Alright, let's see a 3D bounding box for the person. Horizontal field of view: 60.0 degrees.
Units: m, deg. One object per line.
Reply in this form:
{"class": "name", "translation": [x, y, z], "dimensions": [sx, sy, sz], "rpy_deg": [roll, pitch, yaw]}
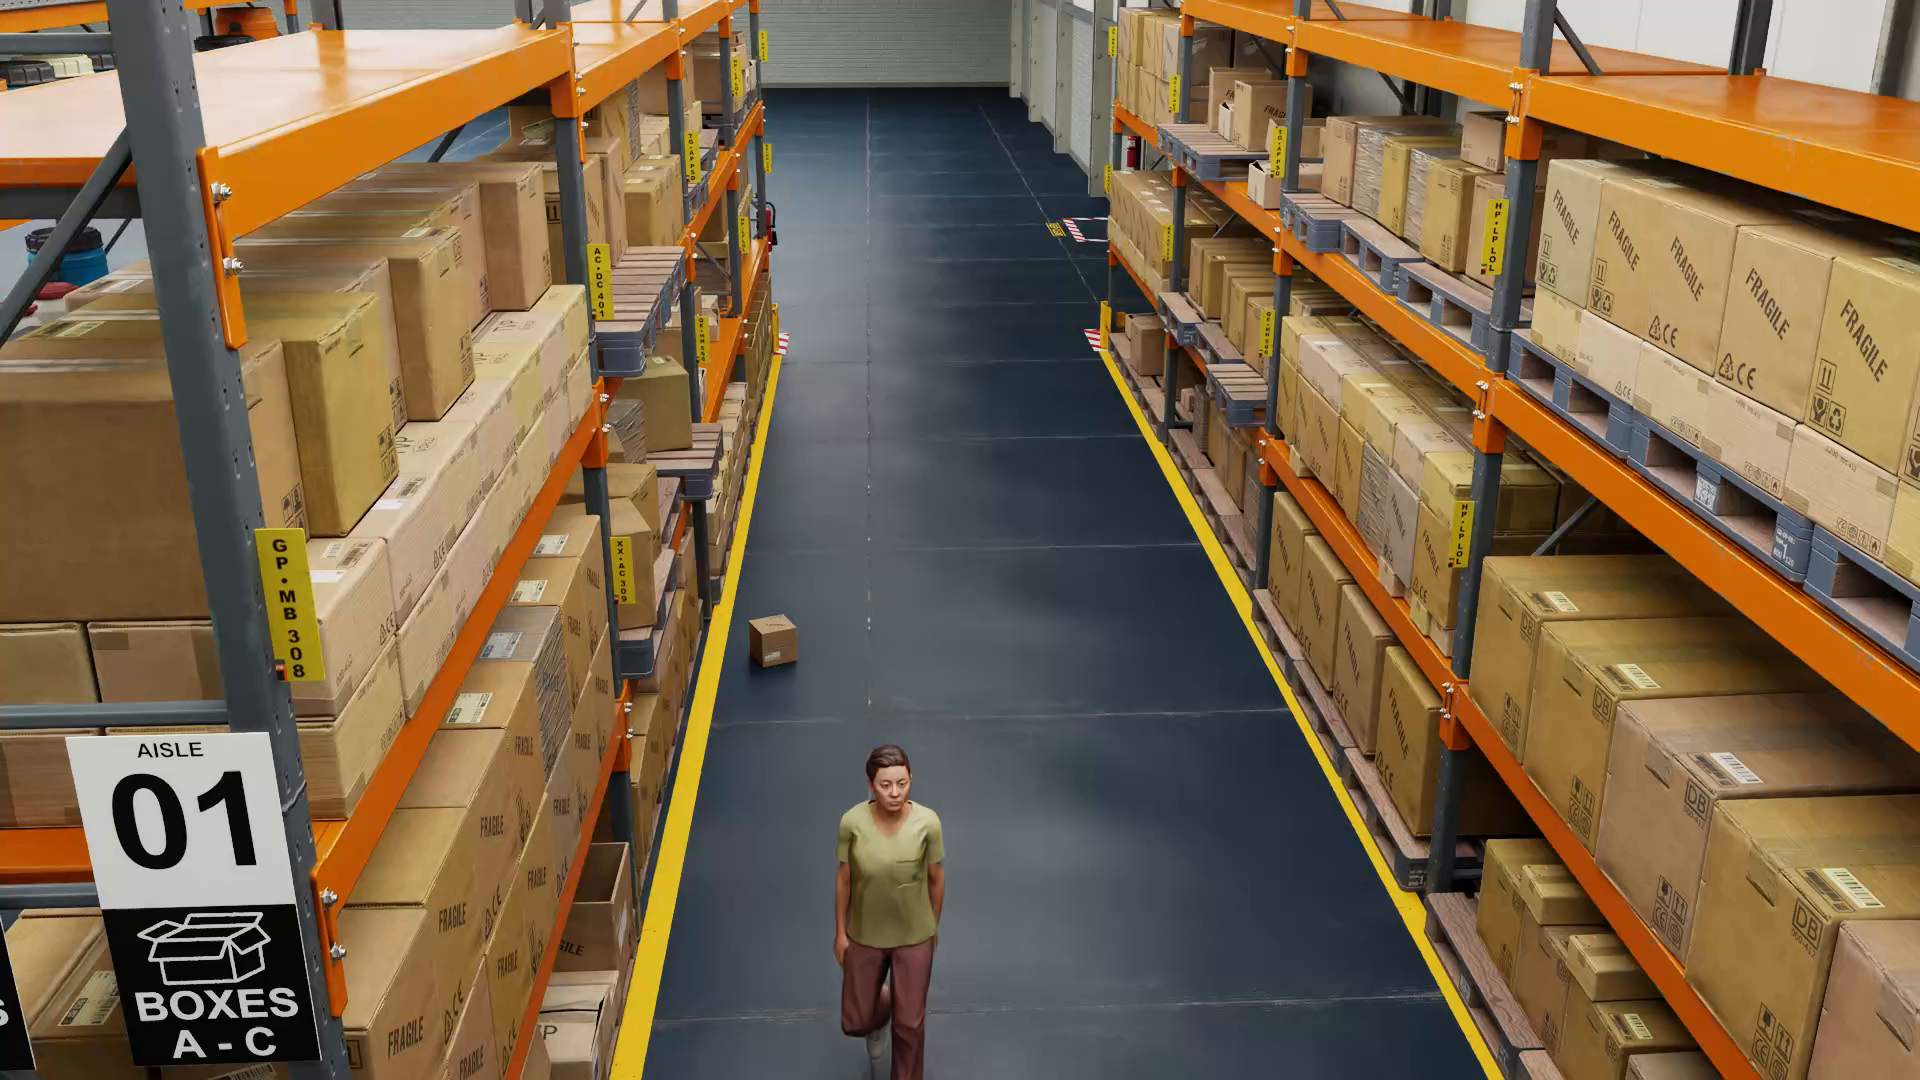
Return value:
{"class": "person", "translation": [-0.286, 1.587, 6.787], "dimensions": [0.454, 1.660, 0.639], "rpy_deg": [0, 20, 1]}
